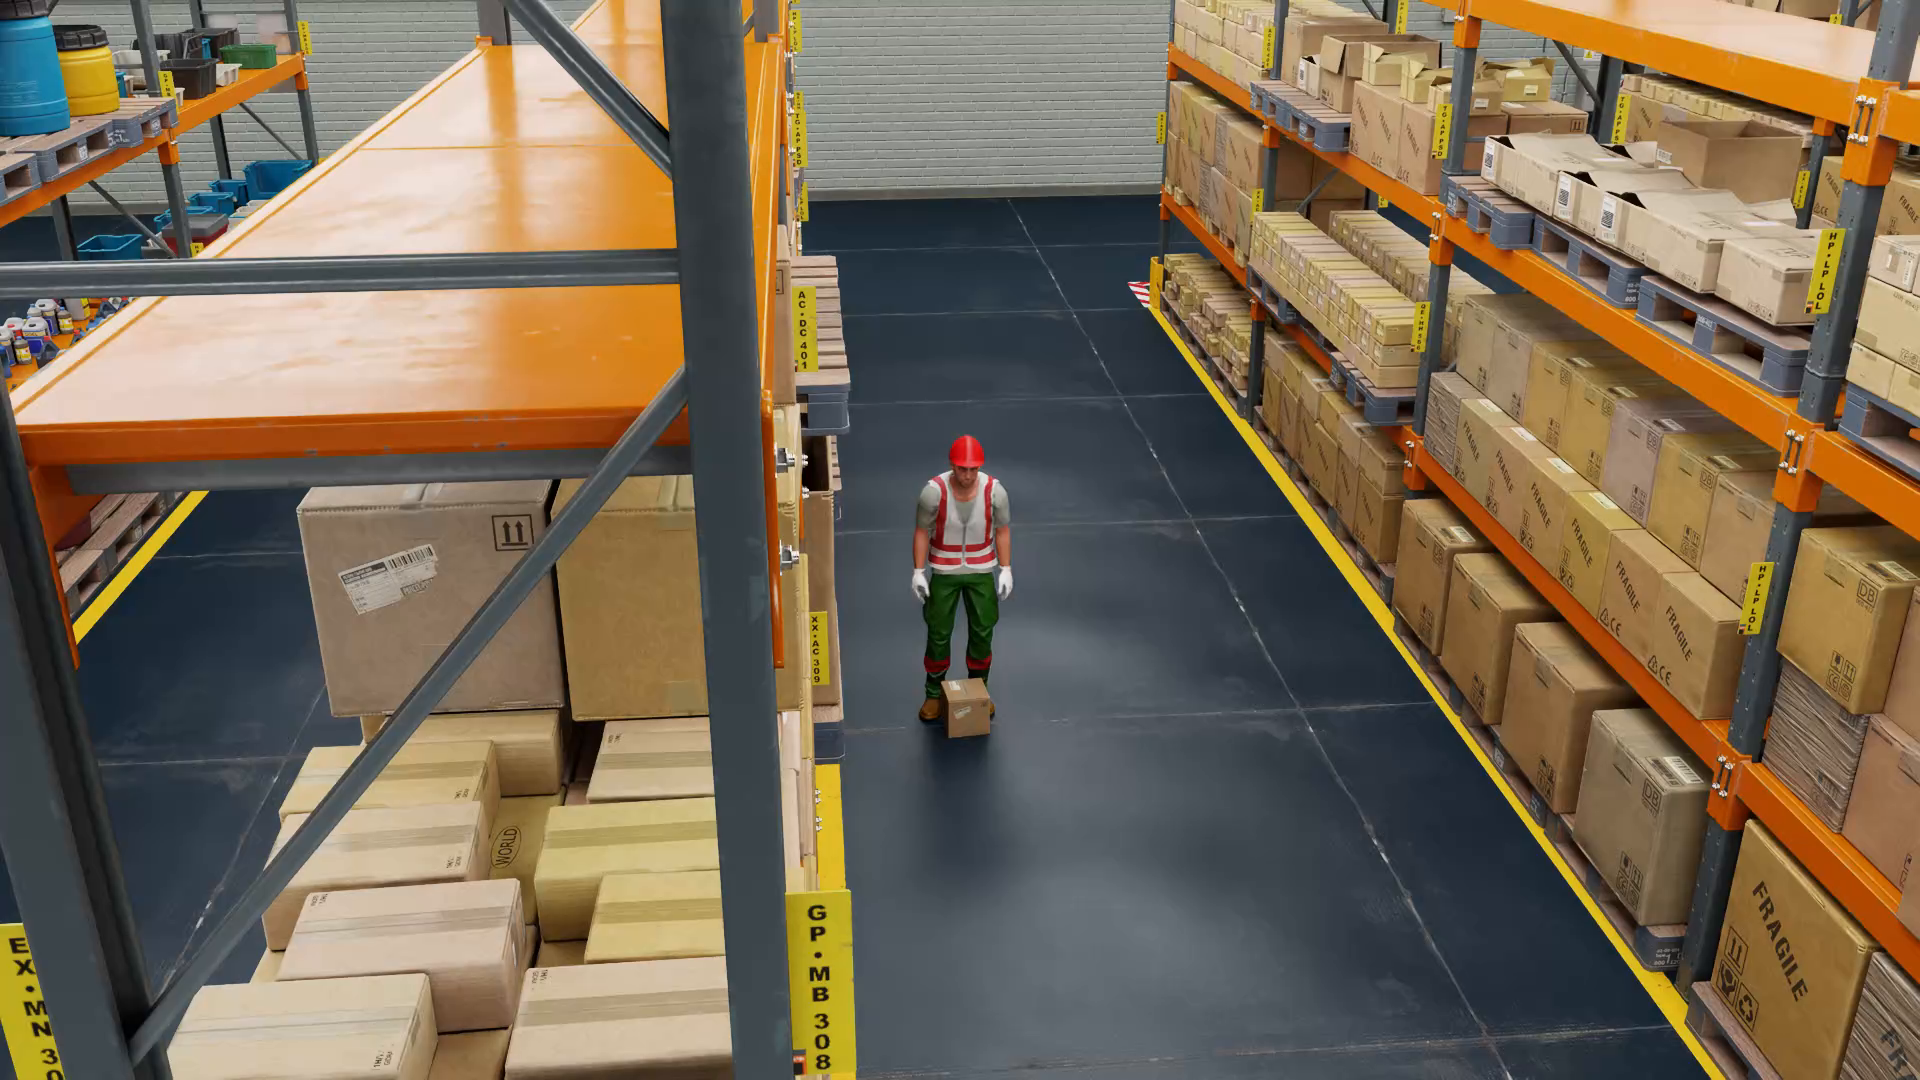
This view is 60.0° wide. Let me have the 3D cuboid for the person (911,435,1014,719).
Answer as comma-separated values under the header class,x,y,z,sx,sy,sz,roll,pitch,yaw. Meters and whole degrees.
class,x,y,z,sx,sy,sz,roll,pitch,yaw
person,0.013,0.209,9.829,0.608,1.780,0.448,-2,24,-5
